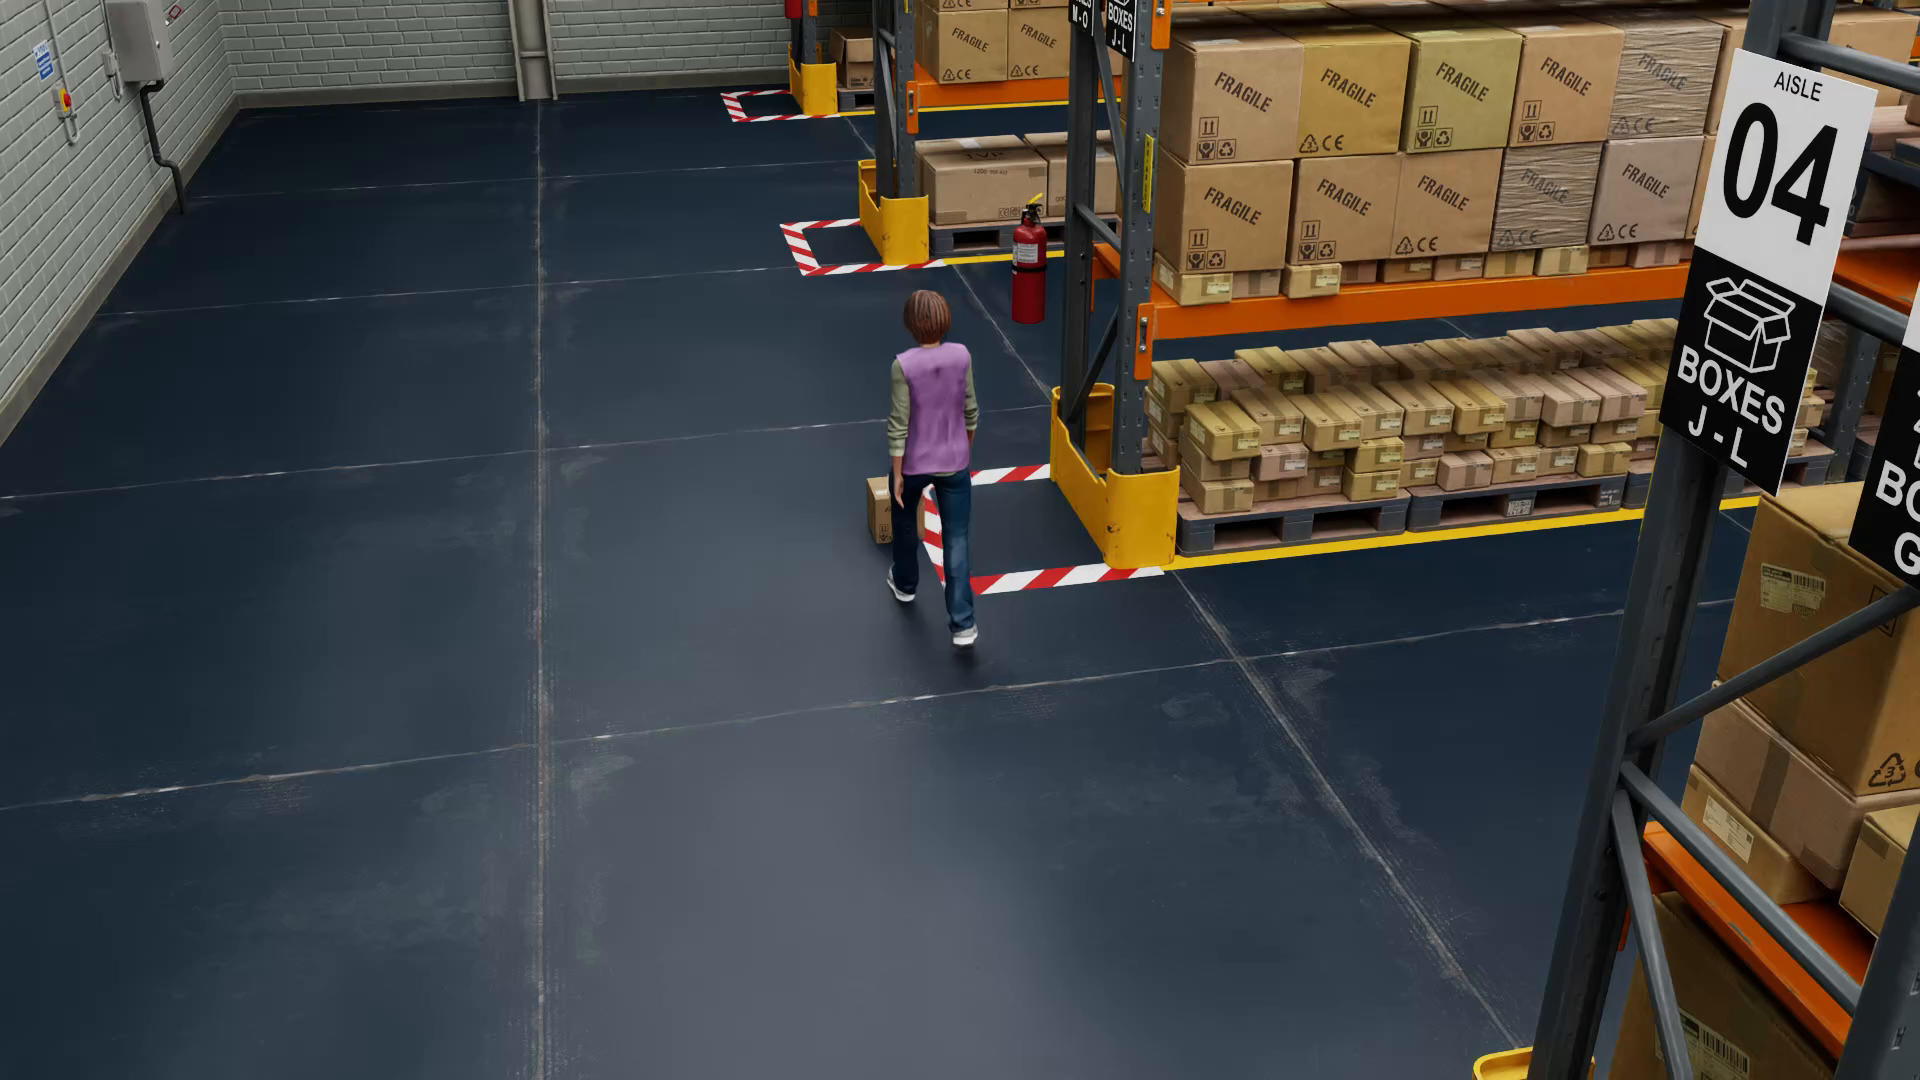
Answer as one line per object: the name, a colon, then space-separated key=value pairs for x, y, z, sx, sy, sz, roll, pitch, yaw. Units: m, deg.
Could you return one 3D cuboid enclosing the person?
person: x=-0.115 y=-0.332 z=7.284 sx=0.424 sy=1.548 sz=0.880 roll=-5 pitch=28 yaw=-11
